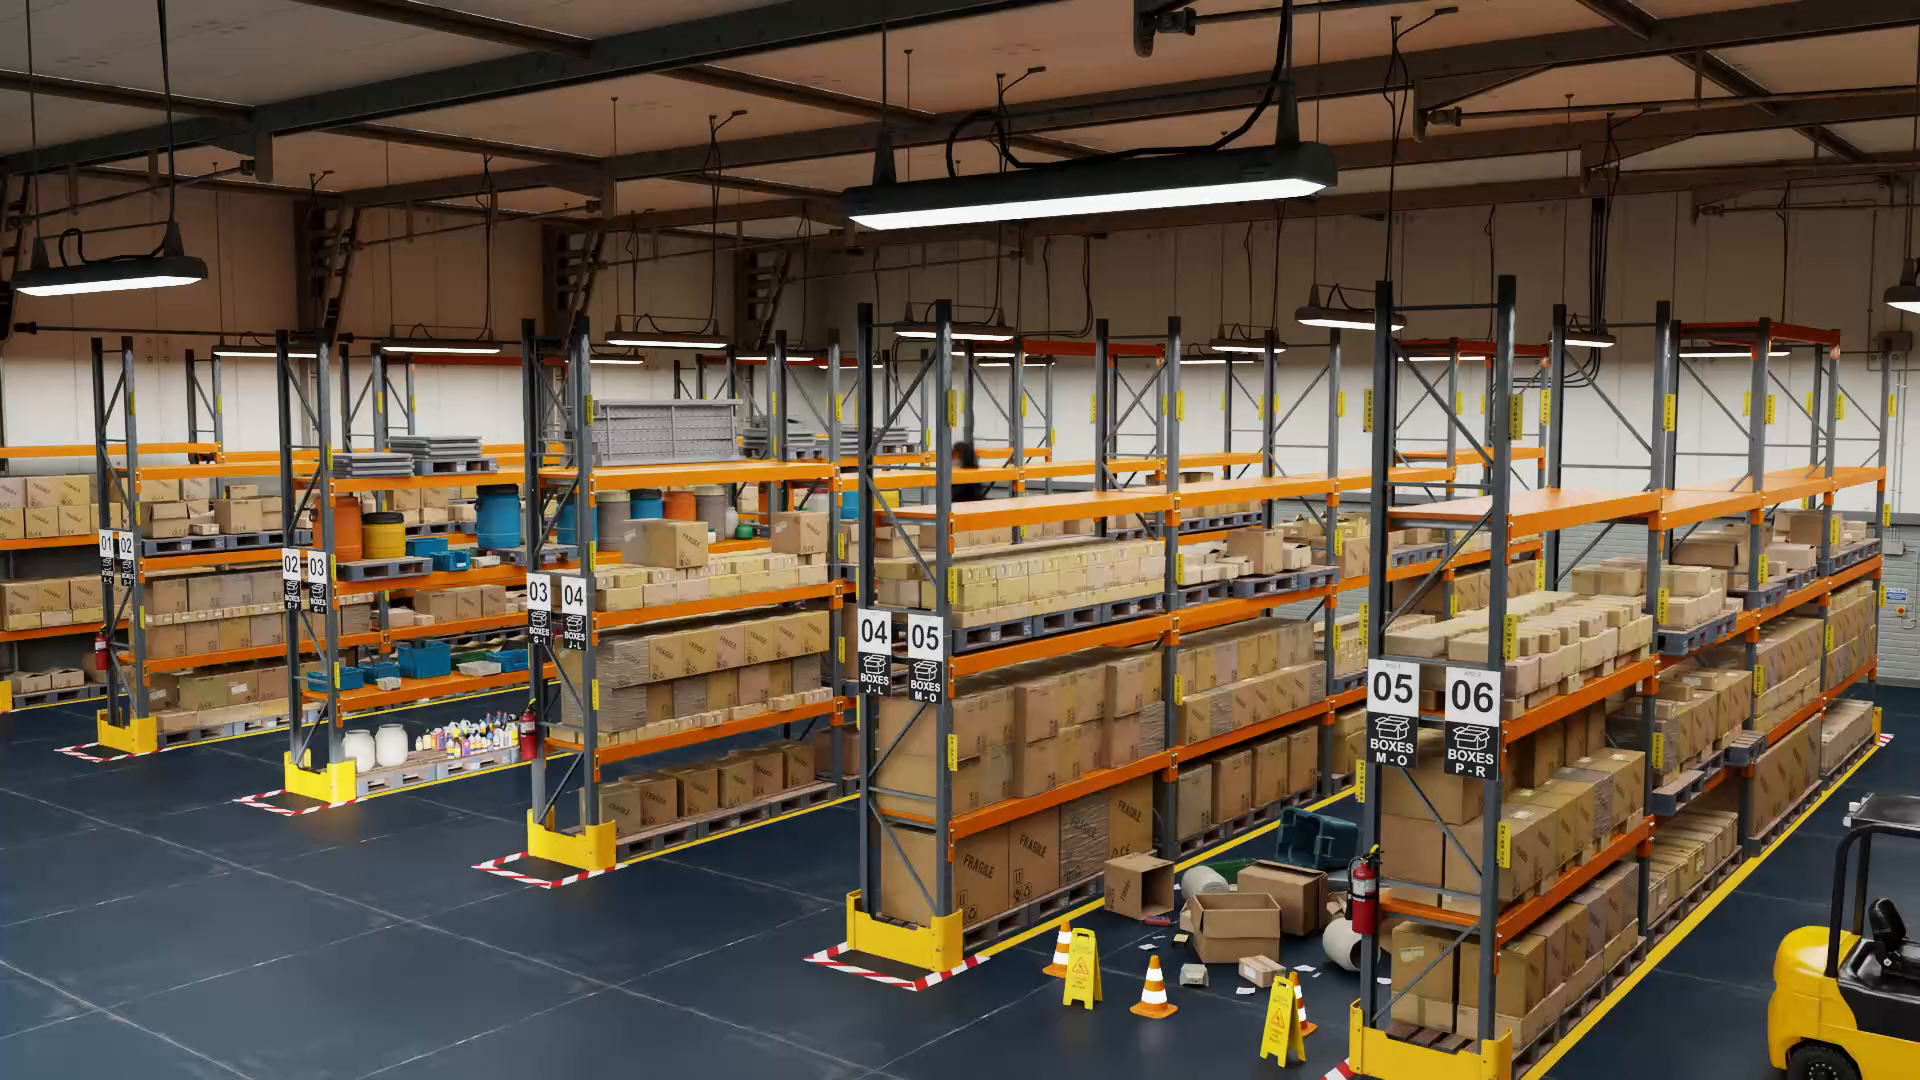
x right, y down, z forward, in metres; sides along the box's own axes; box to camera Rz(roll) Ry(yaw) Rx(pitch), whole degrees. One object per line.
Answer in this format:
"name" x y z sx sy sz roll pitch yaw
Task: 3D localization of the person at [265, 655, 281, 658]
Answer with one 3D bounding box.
"person" -11.591 1.915 27.844 0.619 1.659 0.515 4 6 39
